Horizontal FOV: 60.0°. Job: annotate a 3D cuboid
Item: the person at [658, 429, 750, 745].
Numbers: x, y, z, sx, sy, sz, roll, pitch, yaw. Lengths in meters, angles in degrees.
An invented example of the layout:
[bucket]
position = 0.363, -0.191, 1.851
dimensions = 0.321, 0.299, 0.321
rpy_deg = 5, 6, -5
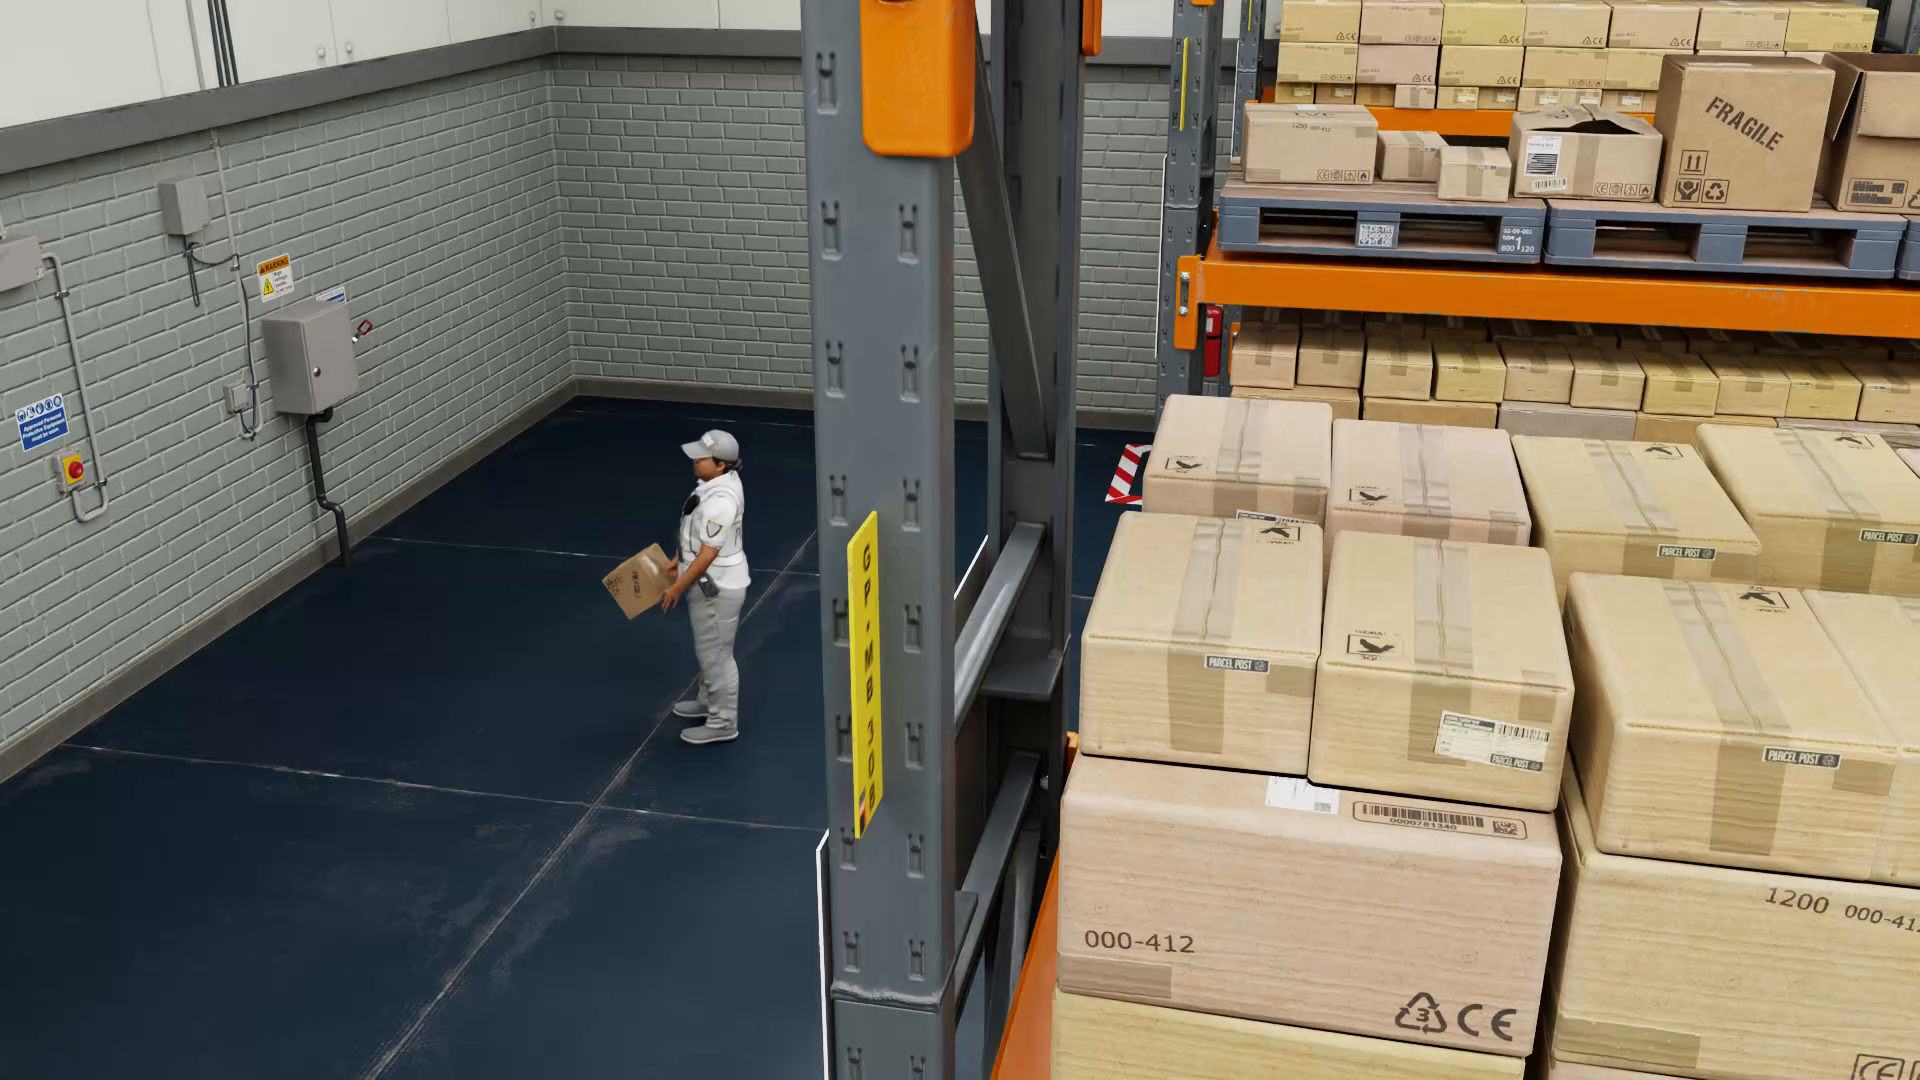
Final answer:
[person]
position = -1.301, 0.228, 8.489
dimensions = 0.462, 1.674, 0.547
rpy_deg = -3, 22, -7
